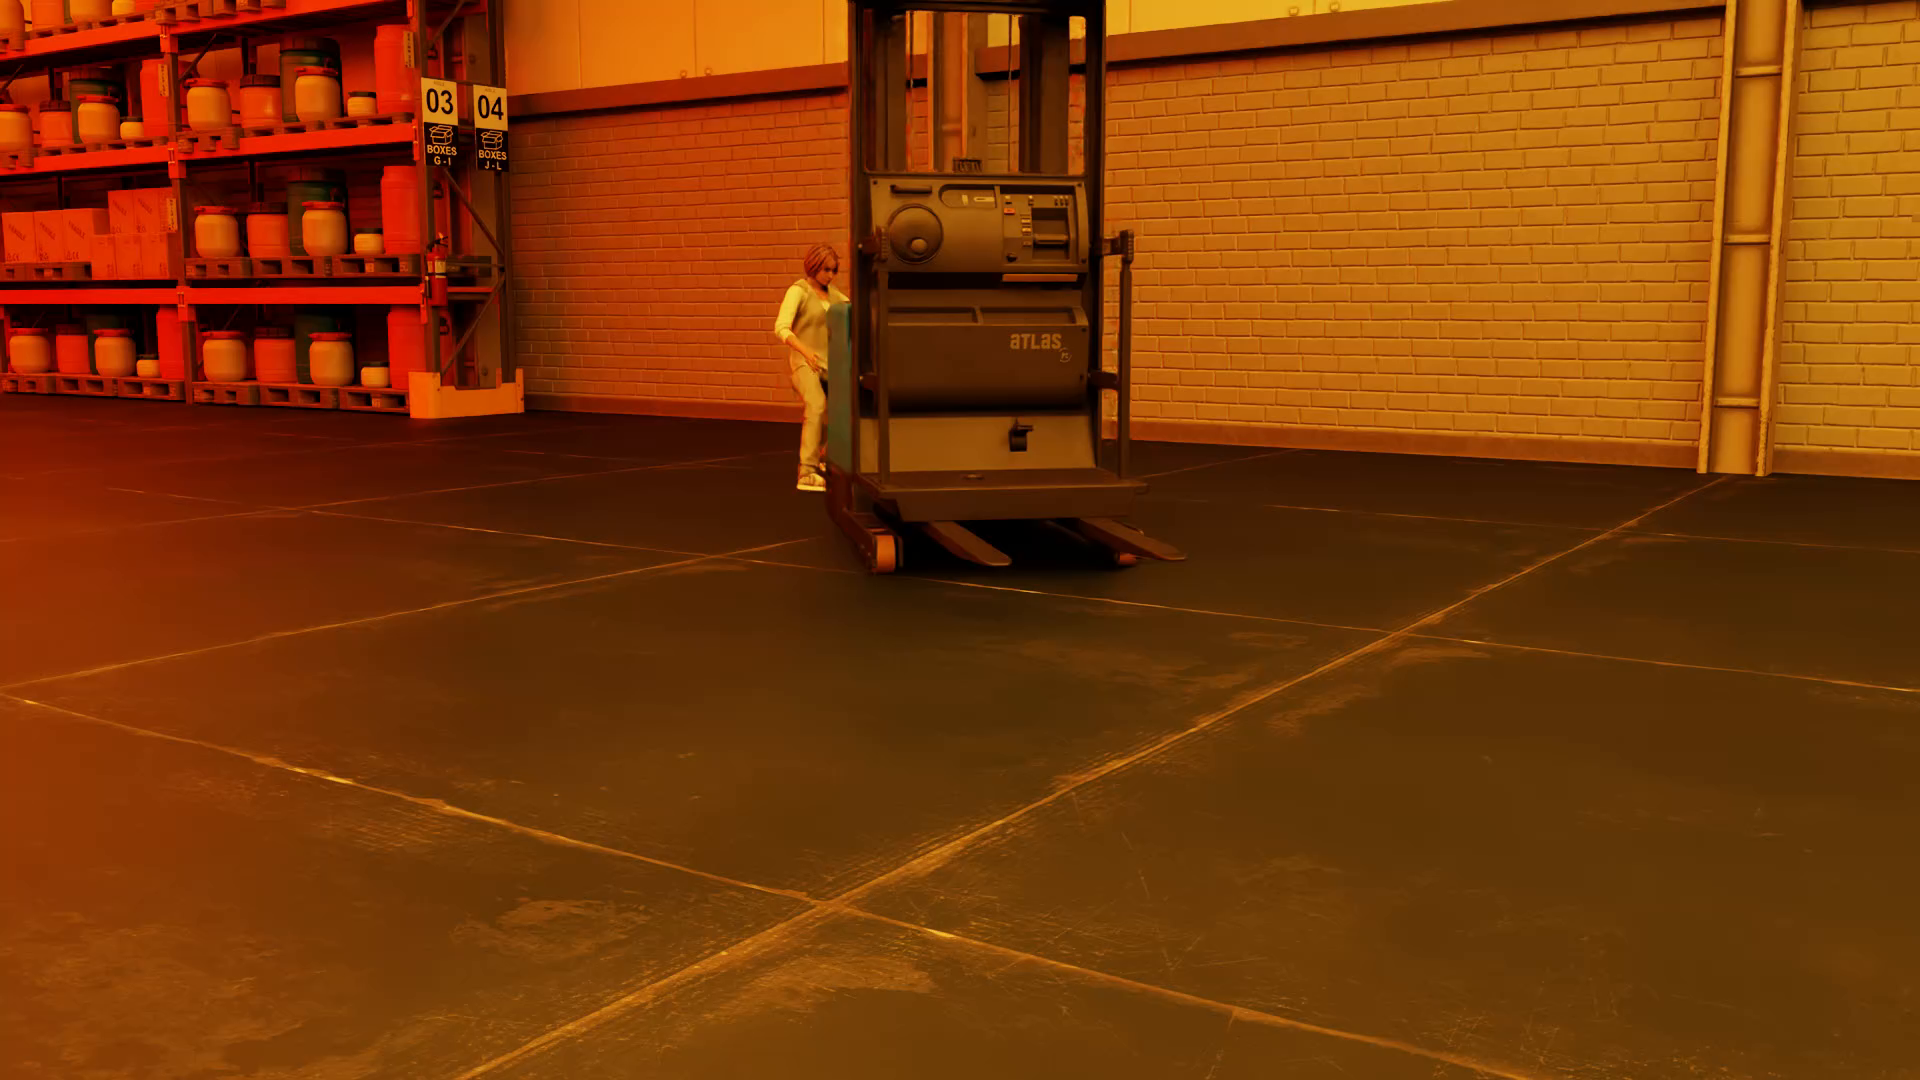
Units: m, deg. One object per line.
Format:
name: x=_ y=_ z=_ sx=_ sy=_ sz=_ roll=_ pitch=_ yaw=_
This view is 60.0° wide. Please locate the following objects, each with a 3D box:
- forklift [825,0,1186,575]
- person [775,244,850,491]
forklift: x=0.128 y=-1.367 z=6.805 sx=1.130 sy=2.935 sz=3.031 roll=-2 pitch=8 yaw=-11
person: x=-0.753 y=-1.019 z=9.876 sx=0.882 sy=1.431 sz=0.941 roll=8 pitch=11 yaw=44
